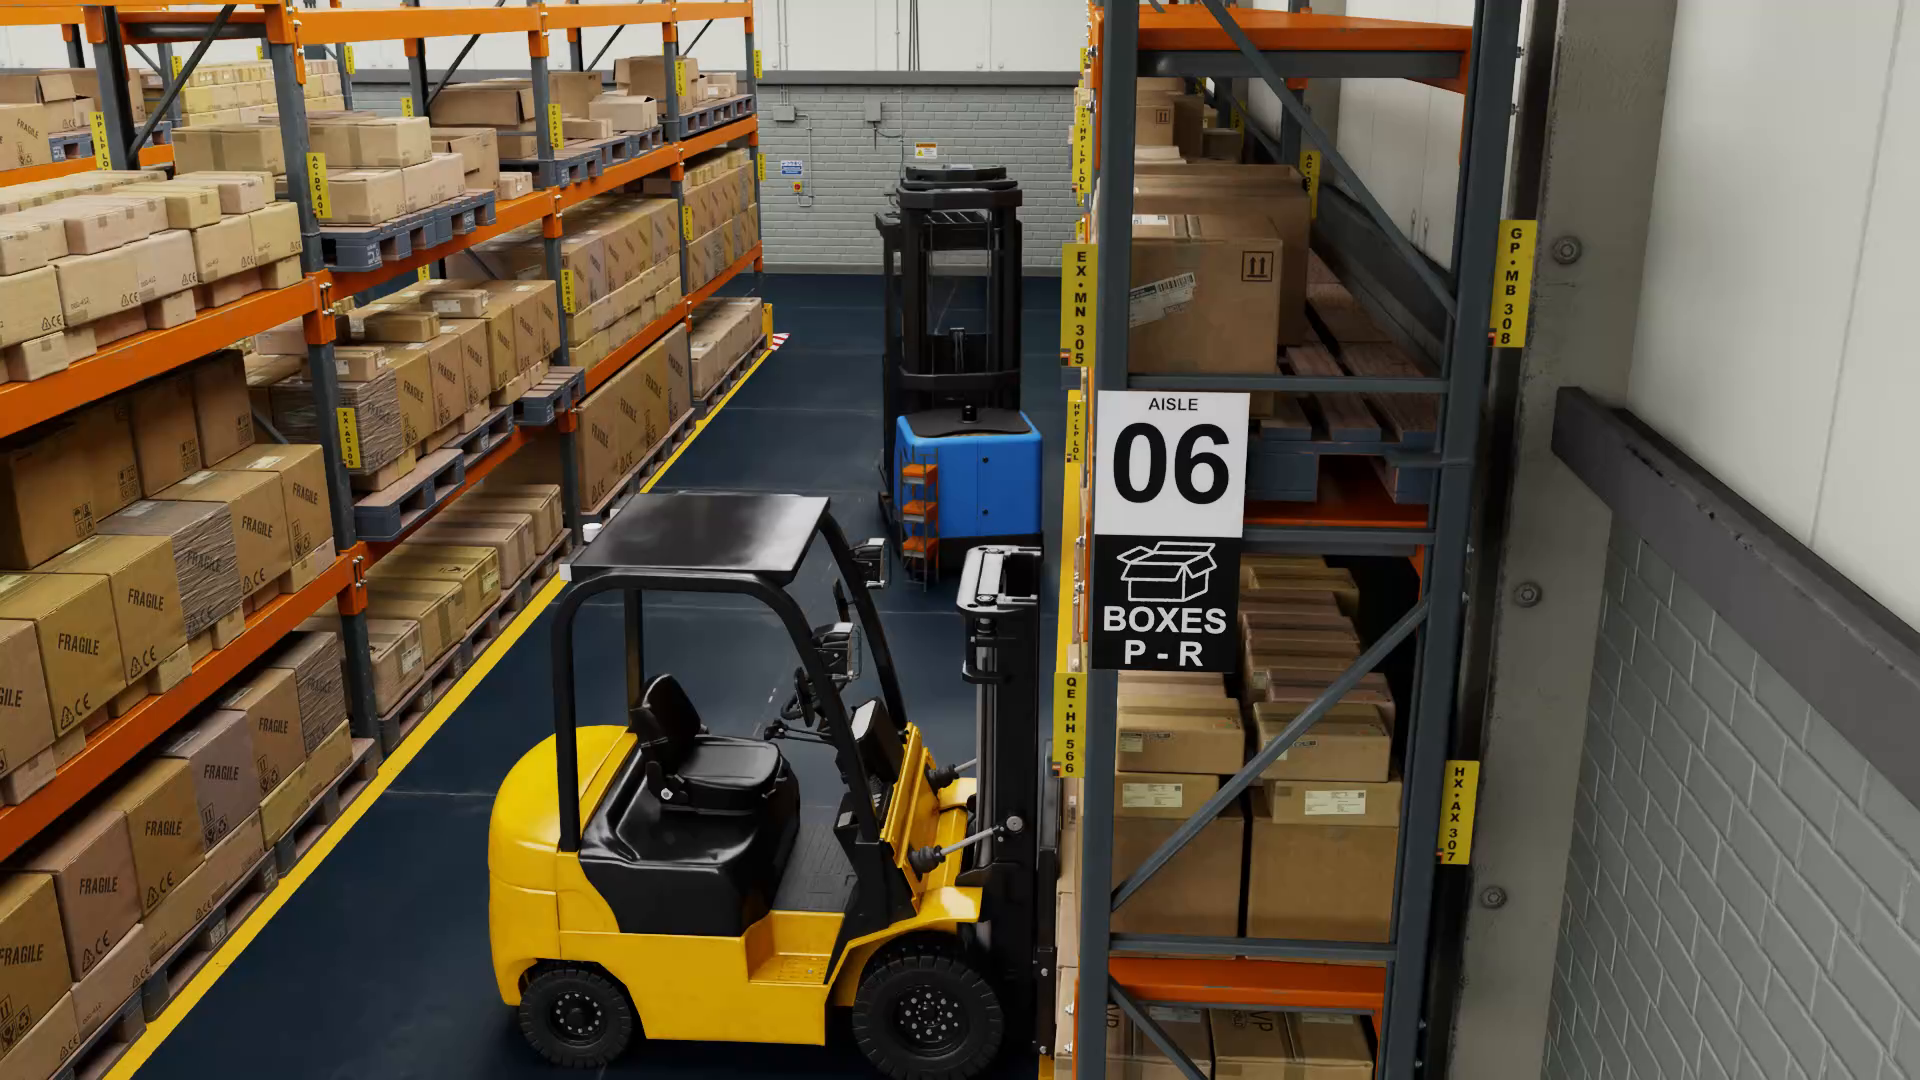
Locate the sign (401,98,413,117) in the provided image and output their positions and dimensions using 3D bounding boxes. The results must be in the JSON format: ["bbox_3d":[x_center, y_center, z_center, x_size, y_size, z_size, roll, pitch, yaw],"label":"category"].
[{"bbox_3d":[-4.074,-3.109,12.319,0.100,0.325,0.005,1,18,4],"label":"sign"}]

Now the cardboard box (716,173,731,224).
[{"bbox_3d":[-2.830,-3.765,18.329,0.500,0.500,0.500,1,18,4],"label":"cardboard box"}]

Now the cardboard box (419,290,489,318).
[{"bbox_3d":[-3.357,-1.567,11.035,0.380,0.149,0.250,0,18,1],"label":"cardboard box"}]

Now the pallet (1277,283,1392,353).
[{"bbox_3d":[1.018,-0.773,6.290,1.003,0.211,1.213,1,18,4],"label":"pallet"}]

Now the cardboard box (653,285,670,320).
[{"bbox_3d":[-3.053,-2.253,15.723,0.500,0.250,0.500,1,18,3],"label":"cardboard box"}]

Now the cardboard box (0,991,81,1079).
[{"bbox_3d":[-3.761,1.962,6.359,0.500,0.250,0.500,1,18,3],"label":"cardboard box"}]

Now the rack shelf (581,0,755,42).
[{"bbox_3d":[-3.091,-5.568,17.760,1.077,0.370,4.000,1,18,4],"label":"rack shelf"}]

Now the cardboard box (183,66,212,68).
[{"bbox_3d":[-8.365,-5.072,18.066,0.380,0.149,0.250,1,18,3],"label":"cardboard box"}]

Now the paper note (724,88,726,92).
[{"bbox_3d":[-2.518,-4.831,17.852,0.006,0.032,0.123,1,18,4],"label":"paper note"}]

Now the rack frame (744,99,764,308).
[{"bbox_3d":[-2.948,-3.870,20.416,1.000,3.000,0.127,1,18,4],"label":"rack frame"}]

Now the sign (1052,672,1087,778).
[{"bbox_3d":[0.316,0.530,4.749,0.100,0.325,0.005,1,18,4],"label":"sign"}]

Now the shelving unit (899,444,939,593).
[{"bbox_3d":[-0.299,-0.157,12.217,0.215,1.050,0.252,6,19,19],"label":"shelving unit"}]

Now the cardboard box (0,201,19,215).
[{"bbox_3d":[-4.195,-1.332,6.975,0.380,0.149,0.250,1,18,3],"label":"cardboard box"}]

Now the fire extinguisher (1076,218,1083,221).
[{"bbox_3d":[1.553,-3.602,20.322,0.296,0.674,0.183,1,18,4],"label":"fire extinguisher"}]

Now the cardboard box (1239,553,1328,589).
[{"bbox_3d":[1.233,0.133,6.521,0.380,0.149,0.250,1,18,4],"label":"cardboard box"}]

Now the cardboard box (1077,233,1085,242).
[{"bbox_3d":[1.459,-2.620,15.766,0.700,0.500,0.500,2,18,5],"label":"cardboard box"}]

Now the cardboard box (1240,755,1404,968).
[{"bbox_3d":[1.169,1.014,5.351,0.500,0.500,0.500,2,18,6],"label":"cardboard box"}]

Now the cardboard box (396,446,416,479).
[{"bbox_3d":[-3.427,-0.465,9.754,0.380,0.149,0.250,2,18,5],"label":"cardboard box"}]

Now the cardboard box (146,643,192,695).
[{"bbox_3d":[-3.627,0.558,7.305,0.380,0.149,0.250,1,18,4],"label":"cardboard box"}]

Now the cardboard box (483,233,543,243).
[{"bbox_3d":[-3.717,-2.234,13.657,0.500,0.500,0.500,2,18,5],"label":"cardboard box"}]

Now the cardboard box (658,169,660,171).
[{"bbox_3d":[-3.393,-3.875,17.625,0.380,0.149,0.250,1,18,3],"label":"cardboard box"}]

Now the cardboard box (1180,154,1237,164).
[{"bbox_3d":[1.528,-2.322,10.414,0.380,0.166,0.250,1,18,4],"label":"cardboard box"}]

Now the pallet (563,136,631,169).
[{"bbox_3d":[-3.451,-3.269,14.069,1.003,0.211,1.213,2,18,6],"label":"pallet"}]

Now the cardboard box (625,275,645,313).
[{"bbox_3d":[-3.103,-2.176,14.683,0.500,0.250,0.500,2,18,5],"label":"cardboard box"}]

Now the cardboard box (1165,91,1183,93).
[{"bbox_3d":[1.806,-3.958,14.960,0.380,0.149,0.250,1,18,3],"label":"cardboard box"}]

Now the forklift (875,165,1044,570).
[{"bbox_3d":[-0.093,-1.587,13.558,1.130,2.935,3.031,-3,18,-8],"label":"forklift"}]

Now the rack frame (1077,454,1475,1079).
[{"bbox_3d":[0.856,1.209,4.916,1.000,3.000,0.127,1,18,4],"label":"rack frame"}]

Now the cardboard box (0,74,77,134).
[{"bbox_3d":[-8.421,-3.904,14.862,0.797,0.503,0.637,1,18,3],"label":"cardboard box"}]

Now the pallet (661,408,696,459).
[{"bbox_3d":[-3.215,-1.061,16.322,1.003,0.211,1.213,1,18,4],"label":"pallet"}]

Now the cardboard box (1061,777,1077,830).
[{"bbox_3d":[0.679,1.218,7.024,0.500,0.250,0.500,1,18,3],"label":"cardboard box"}]

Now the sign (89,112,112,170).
[{"bbox_3d":[-4.362,-2.012,8.467,0.100,0.325,0.005,1,18,4],"label":"sign"}]

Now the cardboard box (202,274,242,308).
[{"bbox_3d":[-3.627,-1.188,7.816,0.380,0.149,0.250,1,18,4],"label":"cardboard box"}]

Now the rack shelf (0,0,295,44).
[{"bbox_3d":[-3.951,-2.029,6.324,1.077,0.370,4.000,1,18,4],"label":"rack shelf"}]

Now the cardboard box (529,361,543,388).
[{"bbox_3d":[-3.230,-1.194,11.979,0.380,0.149,0.250,1,18,3],"label":"cardboard box"}]

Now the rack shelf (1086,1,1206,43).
[{"bbox_3d":[1.573,-4.216,13.634,1.077,0.370,4.000,1,18,4],"label":"rack shelf"}]

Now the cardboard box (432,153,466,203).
[{"bbox_3d":[-3.317,-2.183,10.019,0.500,0.250,0.500,1,18,3],"label":"cardboard box"}]

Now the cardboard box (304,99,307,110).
[{"bbox_3d":[-7.739,-4.844,18.811,0.500,0.250,0.500,2,18,6],"label":"cardboard box"}]

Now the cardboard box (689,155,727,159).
[{"bbox_3d":[-2.851,-4.266,18.818,0.380,0.149,0.250,1,18,3],"label":"cardboard box"}]

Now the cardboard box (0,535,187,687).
[{"bbox_3d":[-3.687,0.292,7.075,0.500,0.500,0.500,1,18,3],"label":"cardboard box"}]

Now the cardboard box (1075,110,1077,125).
[{"bbox_3d":[1.222,-3.750,14.801,0.380,0.149,0.250,2,18,5],"label":"cardboard box"}]

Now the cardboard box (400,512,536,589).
[{"bbox_3d":[-3.617,0.069,11.942,0.950,0.372,0.625,1,18,3],"label":"cardboard box"}]

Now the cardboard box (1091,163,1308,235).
[{"bbox_3d":[0.898,-1.152,6.304,0.797,0.503,0.637,2,18,6],"label":"cardboard box"}]

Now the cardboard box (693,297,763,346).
[{"bbox_3d":[-2.895,-2.645,20.117,0.875,0.438,0.875,1,18,2],"label":"cardboard box"}]

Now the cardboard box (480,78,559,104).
[{"bbox_3d":[-3.684,-3.612,13.975,0.500,0.500,0.500,1,18,4],"label":"cardboard box"}]

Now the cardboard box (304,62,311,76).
[{"bbox_3d":[-7.667,-5.382,19.010,0.380,0.149,0.250,2,18,5],"label":"cardboard box"}]

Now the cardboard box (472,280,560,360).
[{"bbox_3d":[-3.277,-1.626,12.256,0.500,0.500,0.500,1,18,2],"label":"cardboard box"}]

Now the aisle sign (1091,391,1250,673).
[{"bbox_3d":[0.559,-0.012,4.469,0.394,0.787,0.004,1,18,4],"label":"aisle sign"}]

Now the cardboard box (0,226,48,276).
[{"bbox_3d":[-3.669,-1.081,6.210,0.380,0.149,0.250,2,18,5],"label":"cardboard box"}]

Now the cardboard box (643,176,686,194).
[{"bbox_3d":[-2.953,-3.551,16.634,0.380,0.149,0.250,1,18,3],"label":"cardboard box"}]

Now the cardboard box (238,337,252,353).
[{"bbox_3d":[-7.900,-2.100,17.964,0.380,0.149,0.250,1,18,3],"label":"cardboard box"}]

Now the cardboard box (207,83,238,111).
[{"bbox_3d":[-7.865,-4.597,17.256,0.500,0.250,0.500,1,18,4],"label":"cardboard box"}]

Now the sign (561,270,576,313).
[{"bbox_3d":[-2.979,-1.889,12.637,0.100,0.325,0.005,1,18,4],"label":"sign"}]

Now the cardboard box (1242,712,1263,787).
[{"bbox_3d":[1.094,0.676,5.341,0.380,0.149,0.250,1,18,4],"label":"cardboard box"}]

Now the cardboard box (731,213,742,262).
[{"bbox_3d":[-2.796,-3.446,18.962,0.500,0.500,0.500,2,18,6],"label":"cardboard box"}]

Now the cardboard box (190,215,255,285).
[{"bbox_3d":[-3.606,-1.338,7.636,0.500,0.250,0.500,1,18,3],"label":"cardboard box"}]
